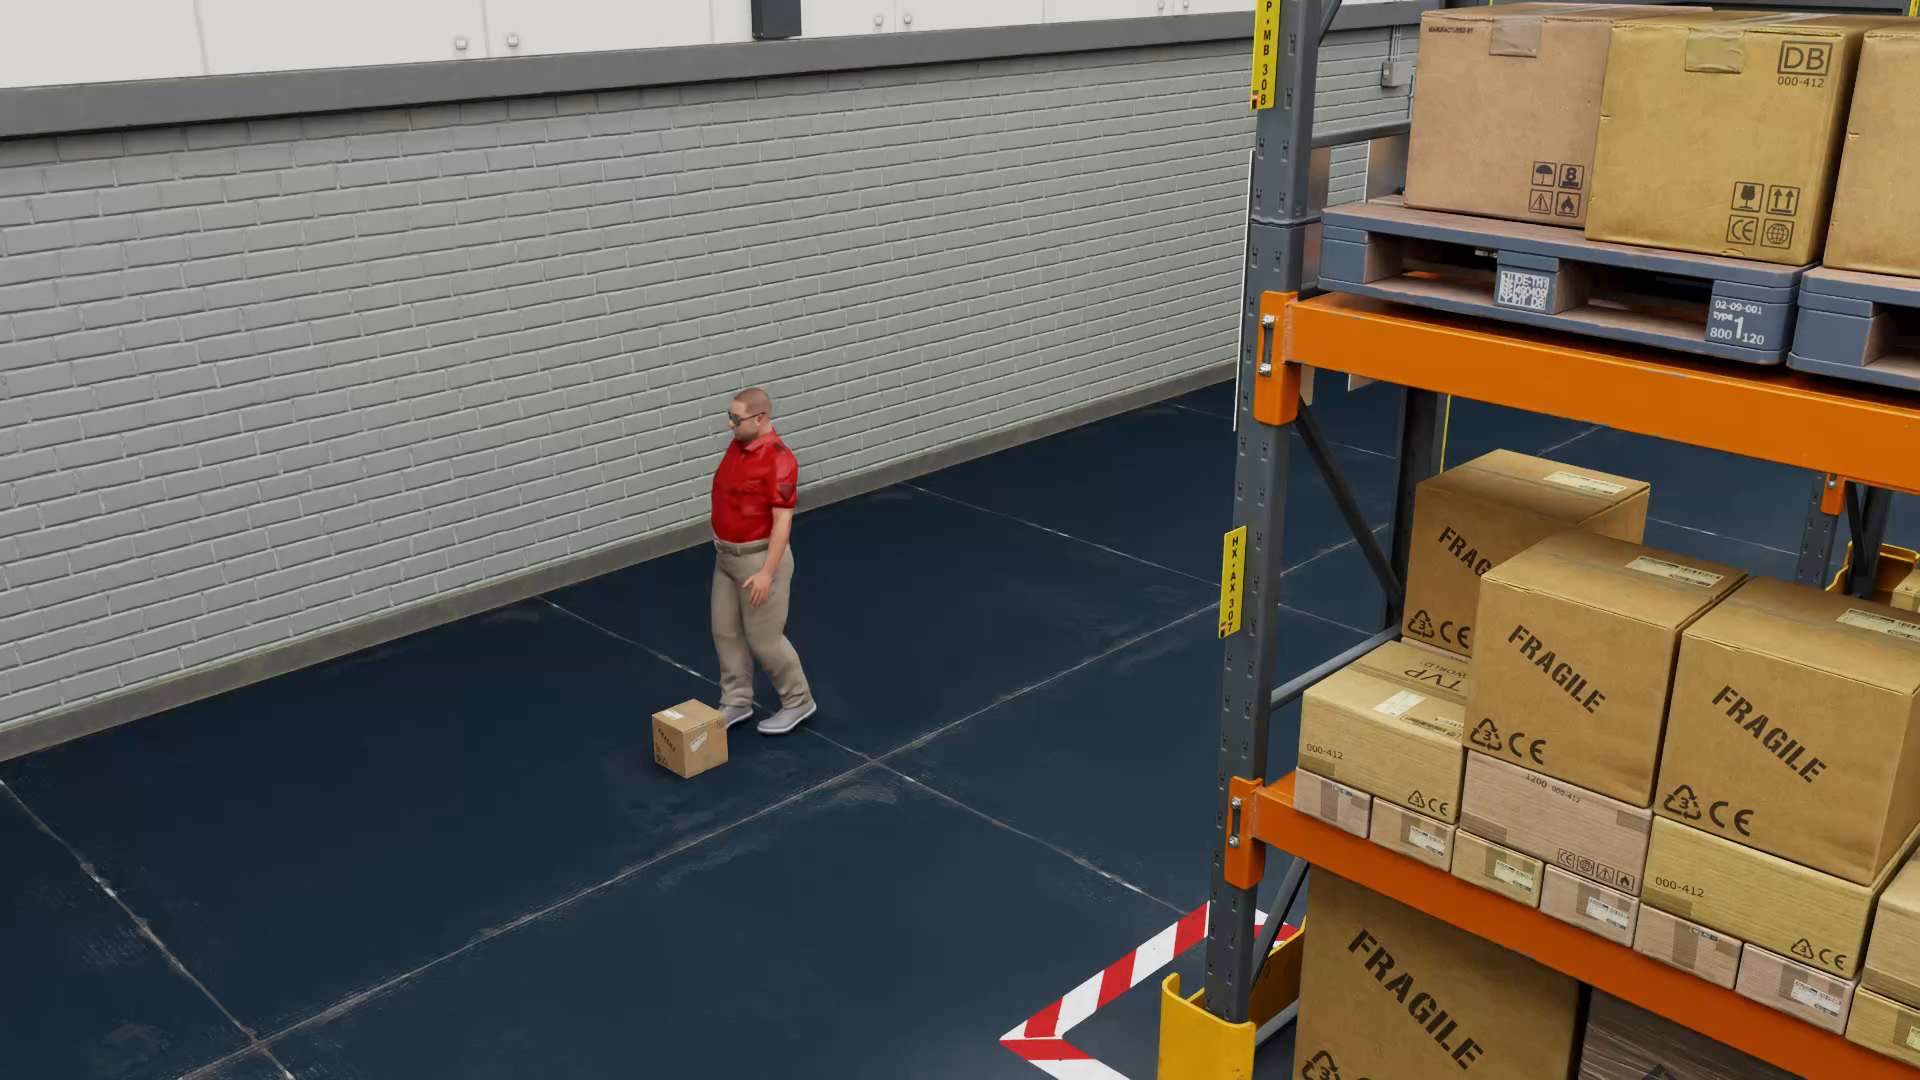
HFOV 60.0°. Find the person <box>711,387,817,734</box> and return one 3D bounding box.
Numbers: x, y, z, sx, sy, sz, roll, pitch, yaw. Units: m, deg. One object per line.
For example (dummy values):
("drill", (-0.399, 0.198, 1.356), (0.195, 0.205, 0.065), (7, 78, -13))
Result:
("person", (-1.031, 0.120, 8.021), (0.566, 1.738, 0.569), (-15, 25, -35))
